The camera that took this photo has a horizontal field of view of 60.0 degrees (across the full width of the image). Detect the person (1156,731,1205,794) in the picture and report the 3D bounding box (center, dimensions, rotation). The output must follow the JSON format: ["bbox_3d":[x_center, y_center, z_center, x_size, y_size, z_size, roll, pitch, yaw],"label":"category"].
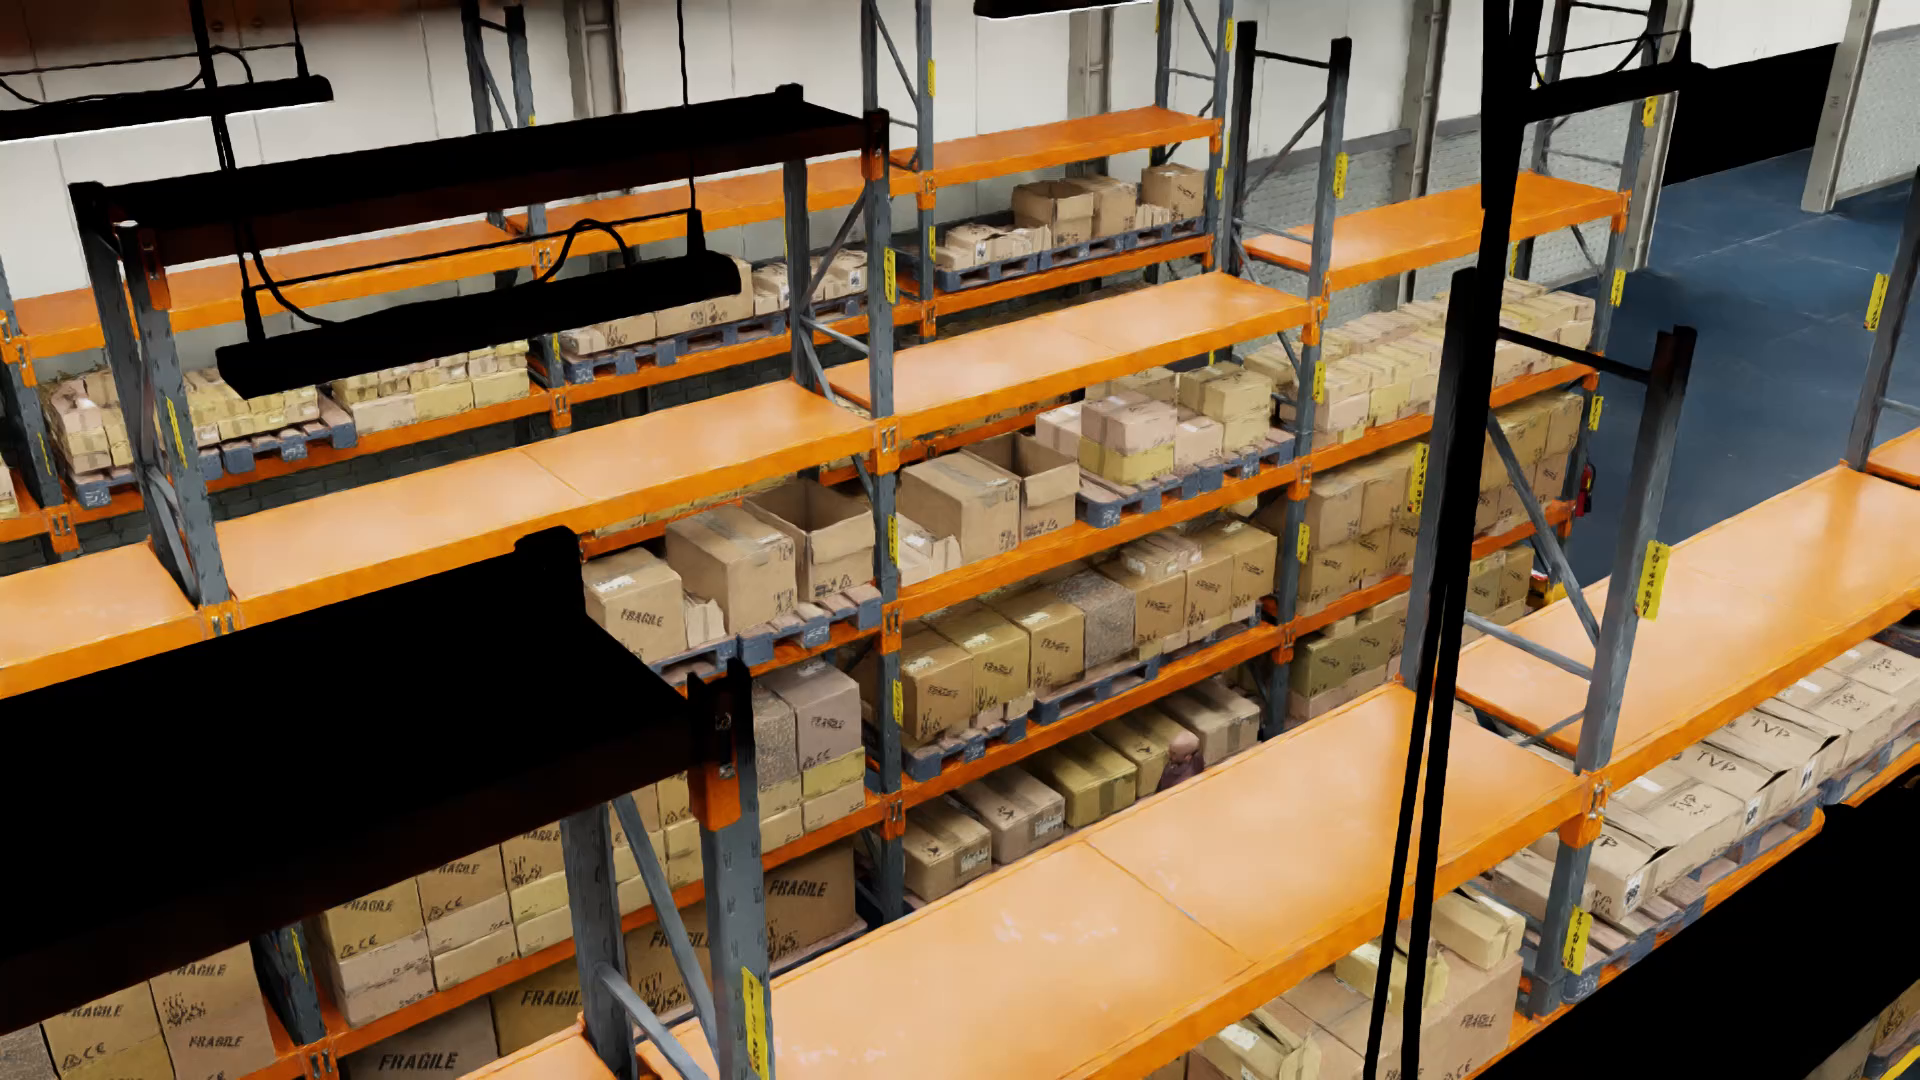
[{"bbox_3d":[1.487,2.100,11.761,0.502,1.783,0.621,10,28,20],"label":"person"}]
